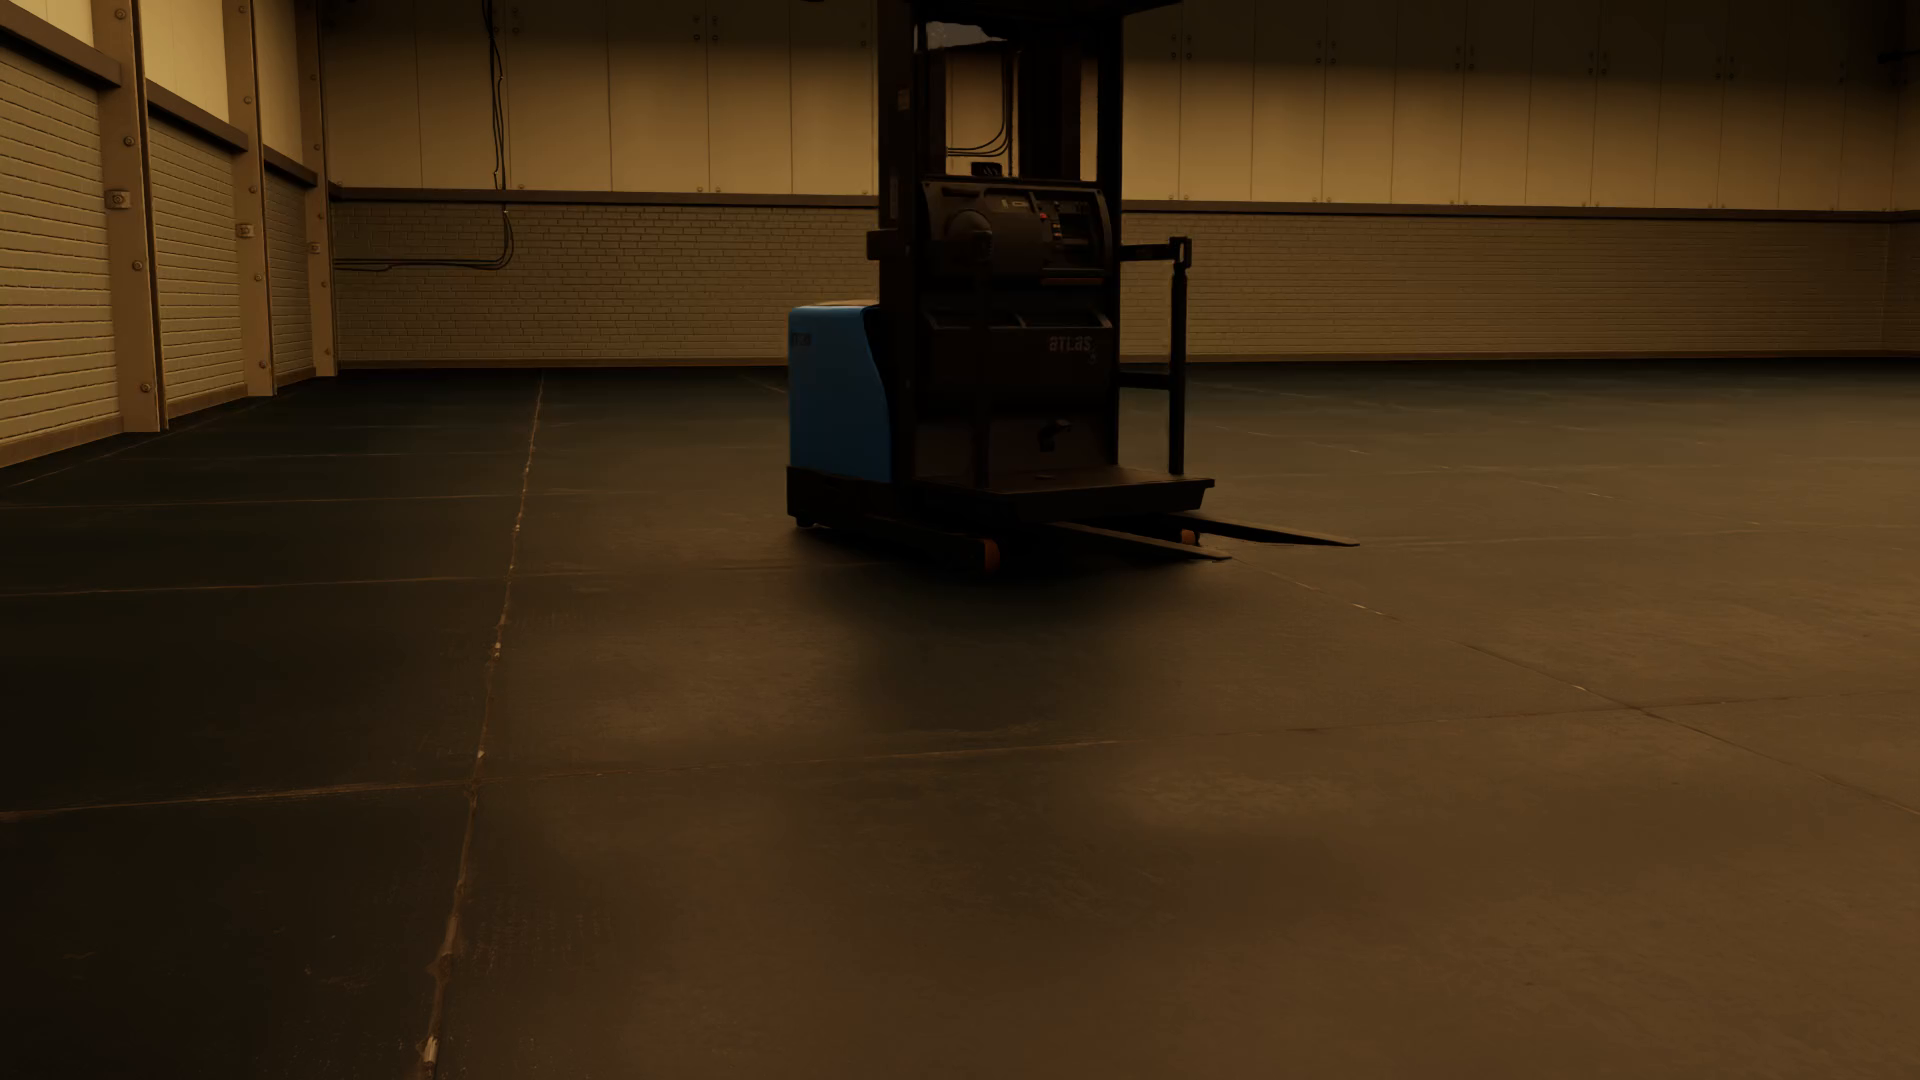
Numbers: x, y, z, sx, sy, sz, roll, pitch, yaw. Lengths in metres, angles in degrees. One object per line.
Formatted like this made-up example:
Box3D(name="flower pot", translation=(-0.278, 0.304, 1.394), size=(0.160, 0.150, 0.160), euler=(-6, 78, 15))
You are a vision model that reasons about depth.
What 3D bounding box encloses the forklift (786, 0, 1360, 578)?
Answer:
Box3D(name="forklift", translation=(0.364, -1.371, 6.931), size=(1.130, 2.935, 3.031), euler=(-5, 9, -32))
